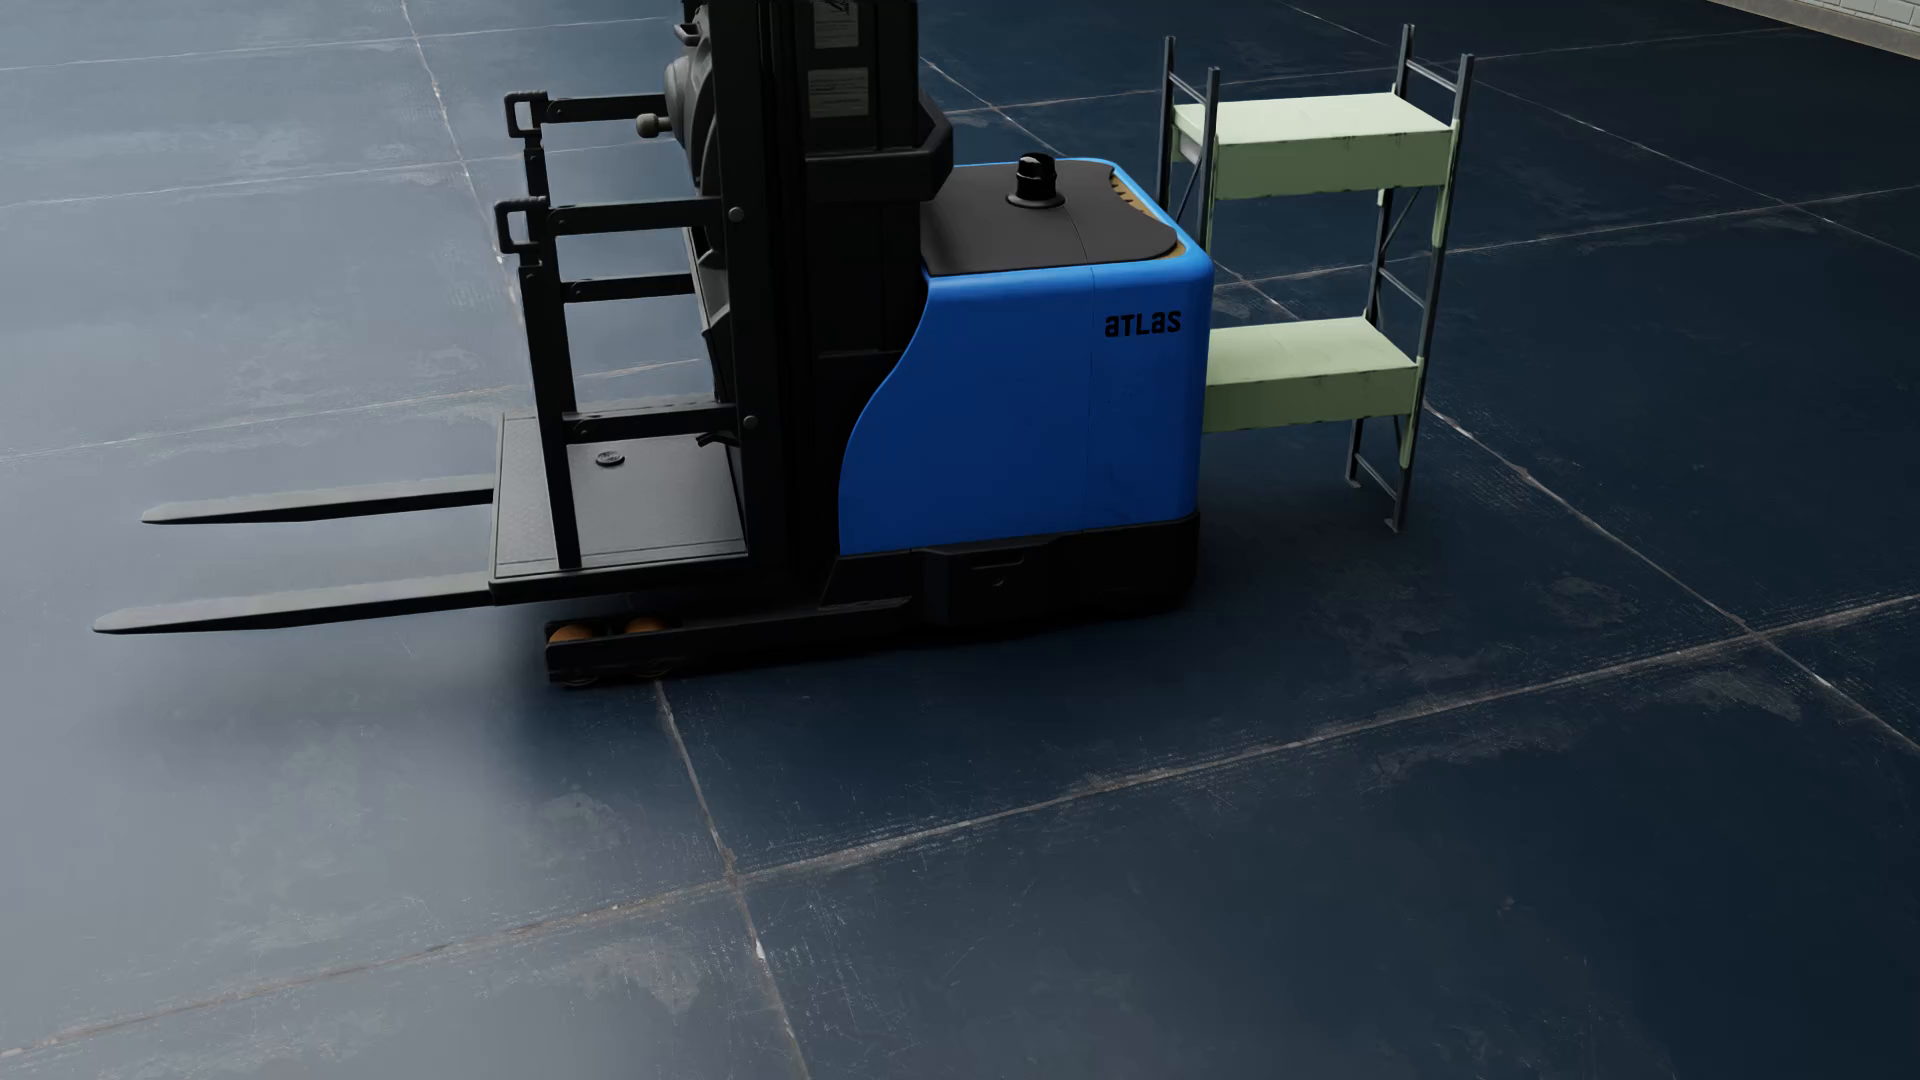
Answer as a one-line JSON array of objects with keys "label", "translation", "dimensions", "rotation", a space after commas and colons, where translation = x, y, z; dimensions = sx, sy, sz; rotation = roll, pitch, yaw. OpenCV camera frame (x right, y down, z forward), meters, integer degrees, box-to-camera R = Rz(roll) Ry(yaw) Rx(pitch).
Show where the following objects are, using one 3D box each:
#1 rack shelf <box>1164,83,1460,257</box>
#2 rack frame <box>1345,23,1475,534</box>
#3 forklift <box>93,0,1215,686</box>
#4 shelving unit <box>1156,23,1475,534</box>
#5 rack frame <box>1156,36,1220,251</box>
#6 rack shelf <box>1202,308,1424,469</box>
[{"label": "rack shelf", "translation": [0.996, -1.068, 4.821], "dimensions": [0.720, 0.370, 0.431], "rotation": [-6, 30, -11]}, {"label": "rack frame", "translation": [1.354, -0.767, 5.081], "dimensions": [0.023, 1.500, 0.400], "rotation": [-6, 30, -11]}, {"label": "forklift", "translation": [-0.877, -1.160, 4.326], "dimensions": [3.031, 2.935, 1.130], "rotation": [-6, 30, -11]}, {"label": "shelving unit", "translation": [0.996, -0.729, 5.014], "dimensions": [0.755, 1.500, 0.431], "rotation": [-6, 30, -11]}, {"label": "rack frame", "translation": [0.638, -0.691, 4.948], "dimensions": [0.023, 1.500, 0.400], "rotation": [-6, 30, -11]}, {"label": "rack shelf", "translation": [0.996, -0.446, 5.176], "dimensions": [0.720, 0.370, 0.431], "rotation": [-6, 30, -11]}]
